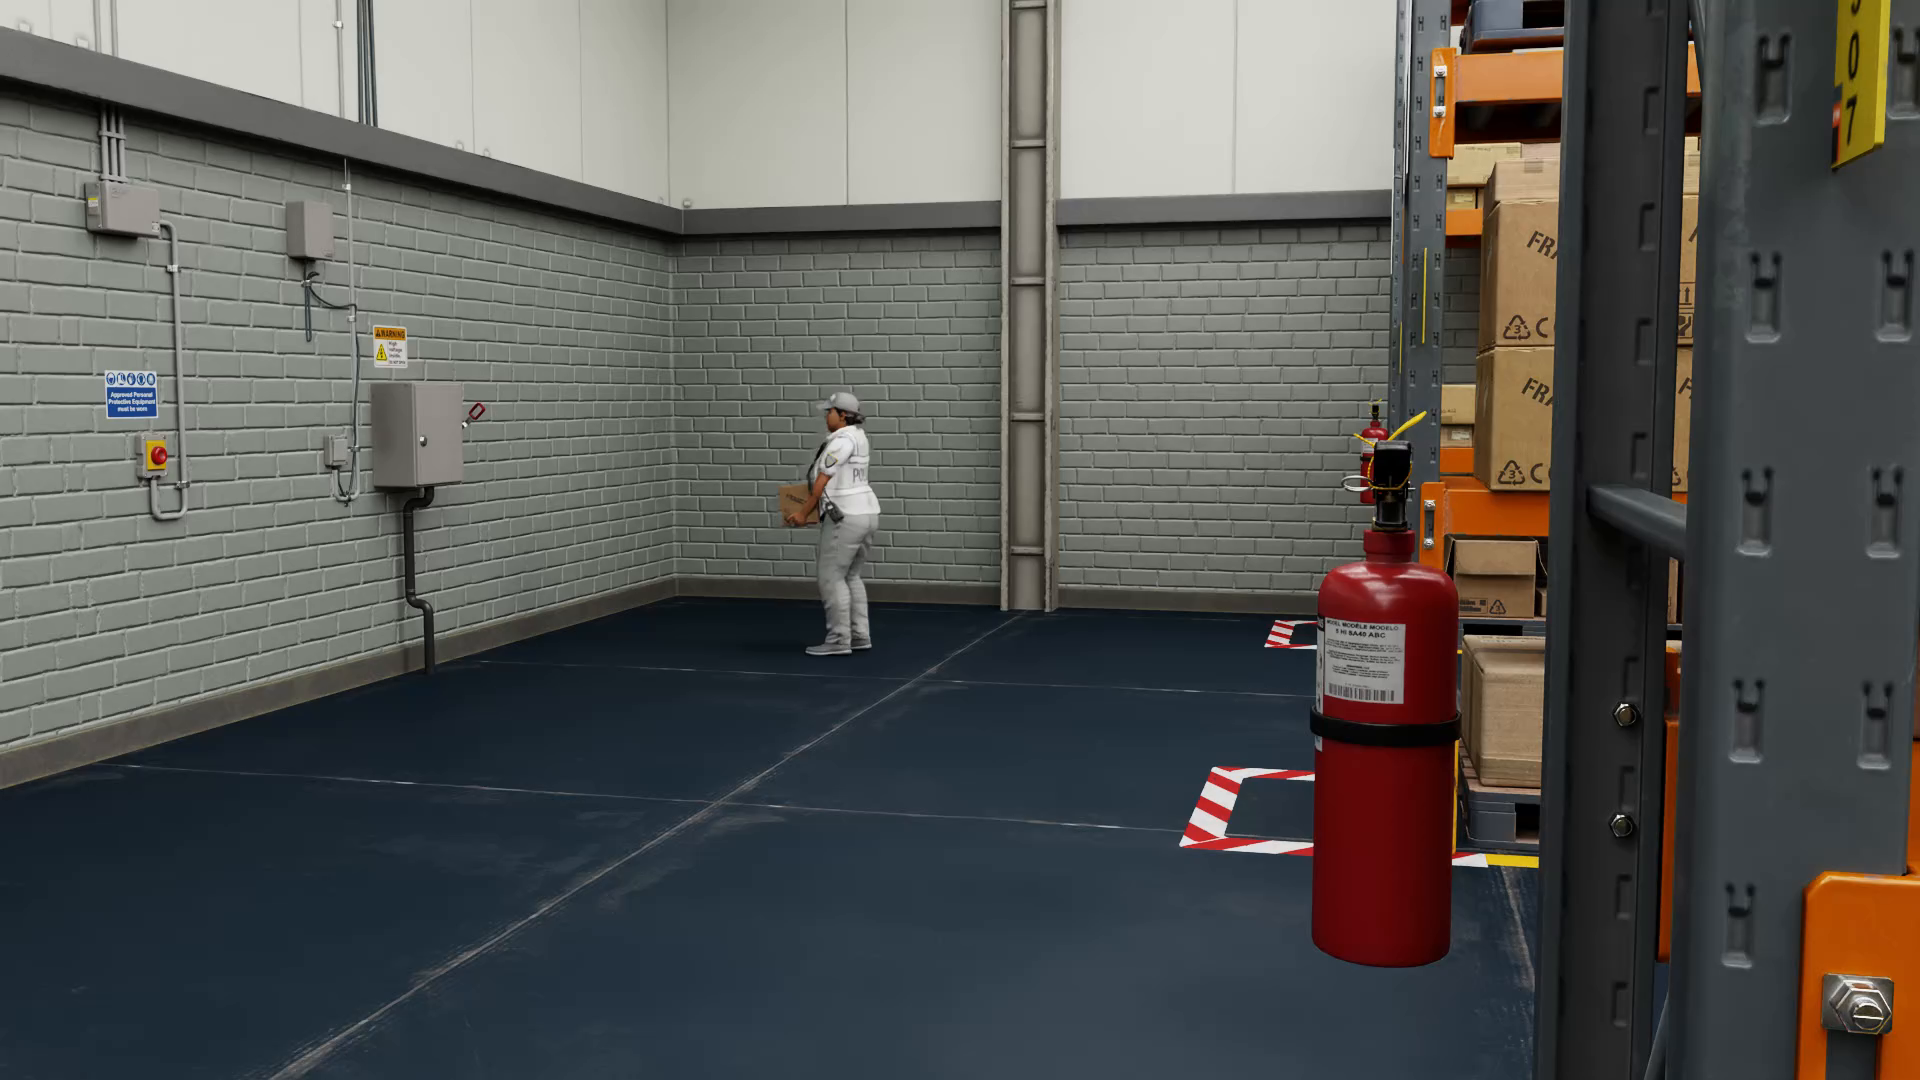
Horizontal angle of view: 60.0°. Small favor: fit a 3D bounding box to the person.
[{"bbox_3d":[-0.792,-0.104,10.535,0.552,1.663,0.445,1,5,13],"label":"person"}]
